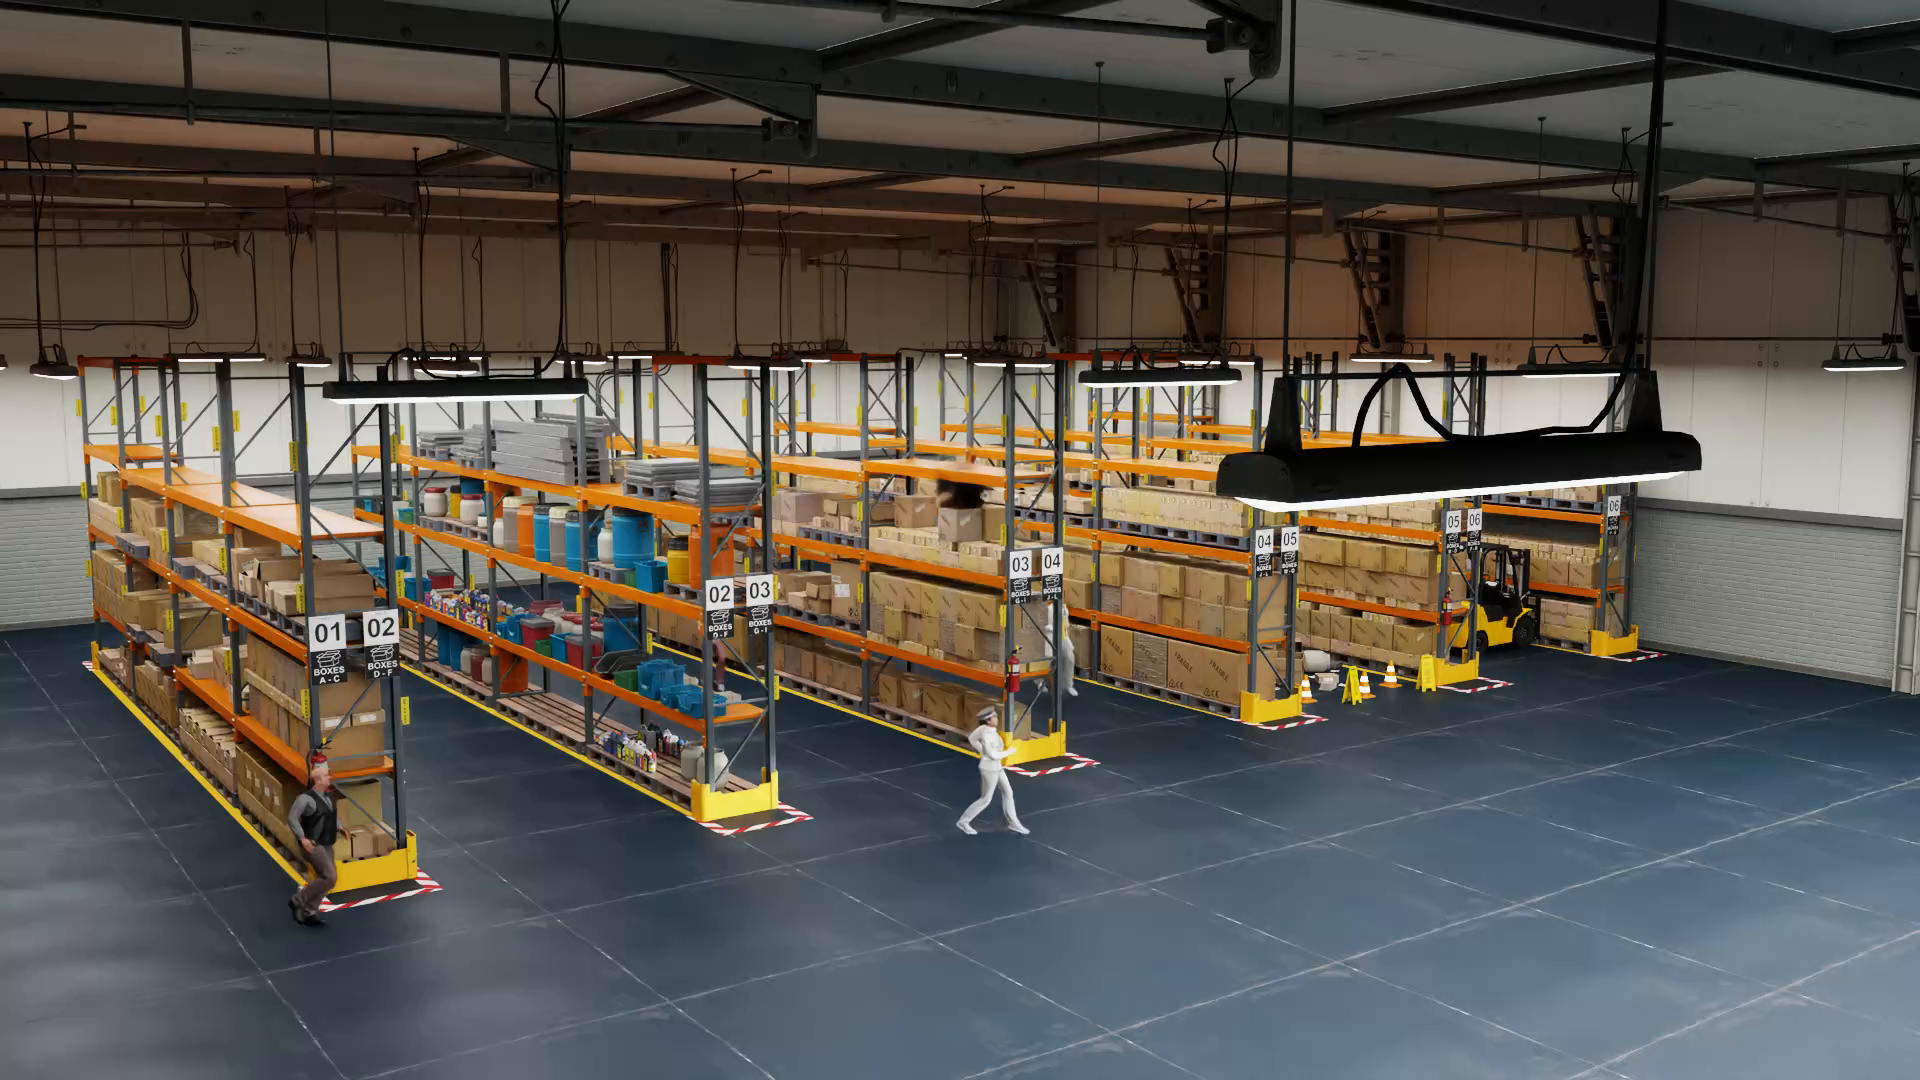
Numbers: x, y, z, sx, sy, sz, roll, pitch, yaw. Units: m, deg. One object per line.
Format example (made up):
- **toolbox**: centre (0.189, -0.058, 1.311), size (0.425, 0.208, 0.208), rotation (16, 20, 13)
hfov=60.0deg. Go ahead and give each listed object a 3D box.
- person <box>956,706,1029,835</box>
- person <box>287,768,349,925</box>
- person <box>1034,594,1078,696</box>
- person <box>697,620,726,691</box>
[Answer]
- **person**: centre (0.418, 2.929, 21.141), size (0.939, 1.692, 0.623), rotation (0, 7, 1)
- **person**: centre (-6.950, 3.320, 18.097), size (0.543, 1.670, 0.713), rotation (1, 7, 6)
- **person**: centre (1.661, 1.795, 28.719), size (0.738, 1.718, 0.885), rotation (-6, 9, -42)
- **person**: centre (-4.508, 1.870, 30.057), size (0.559, 1.725, 0.738), rotation (-5, 8, -34)
